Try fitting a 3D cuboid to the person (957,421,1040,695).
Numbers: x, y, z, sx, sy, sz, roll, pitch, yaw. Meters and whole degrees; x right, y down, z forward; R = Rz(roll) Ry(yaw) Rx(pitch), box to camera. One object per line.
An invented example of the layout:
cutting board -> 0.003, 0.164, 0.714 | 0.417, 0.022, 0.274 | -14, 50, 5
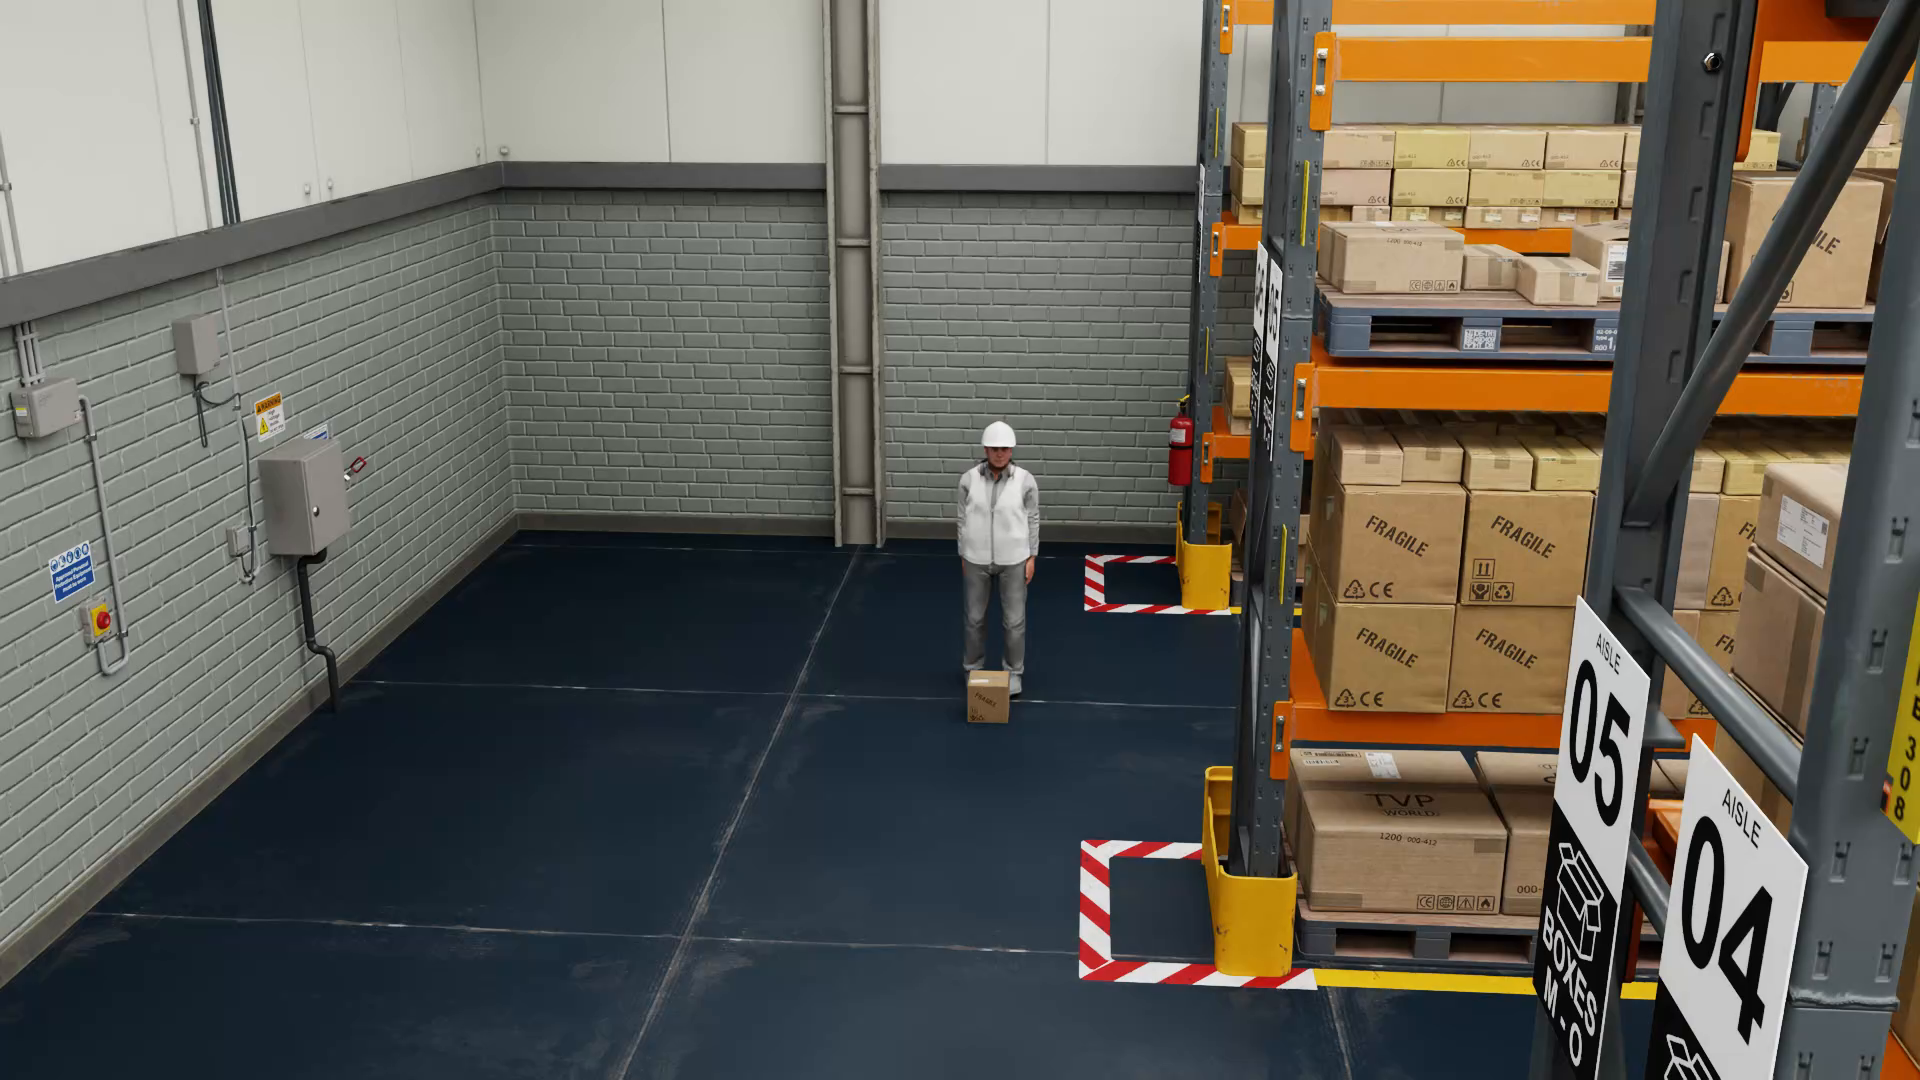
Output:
person -> 0.241, 0.126, 10.642 | 0.532, 1.789, 0.366 | 2, 17, 6
